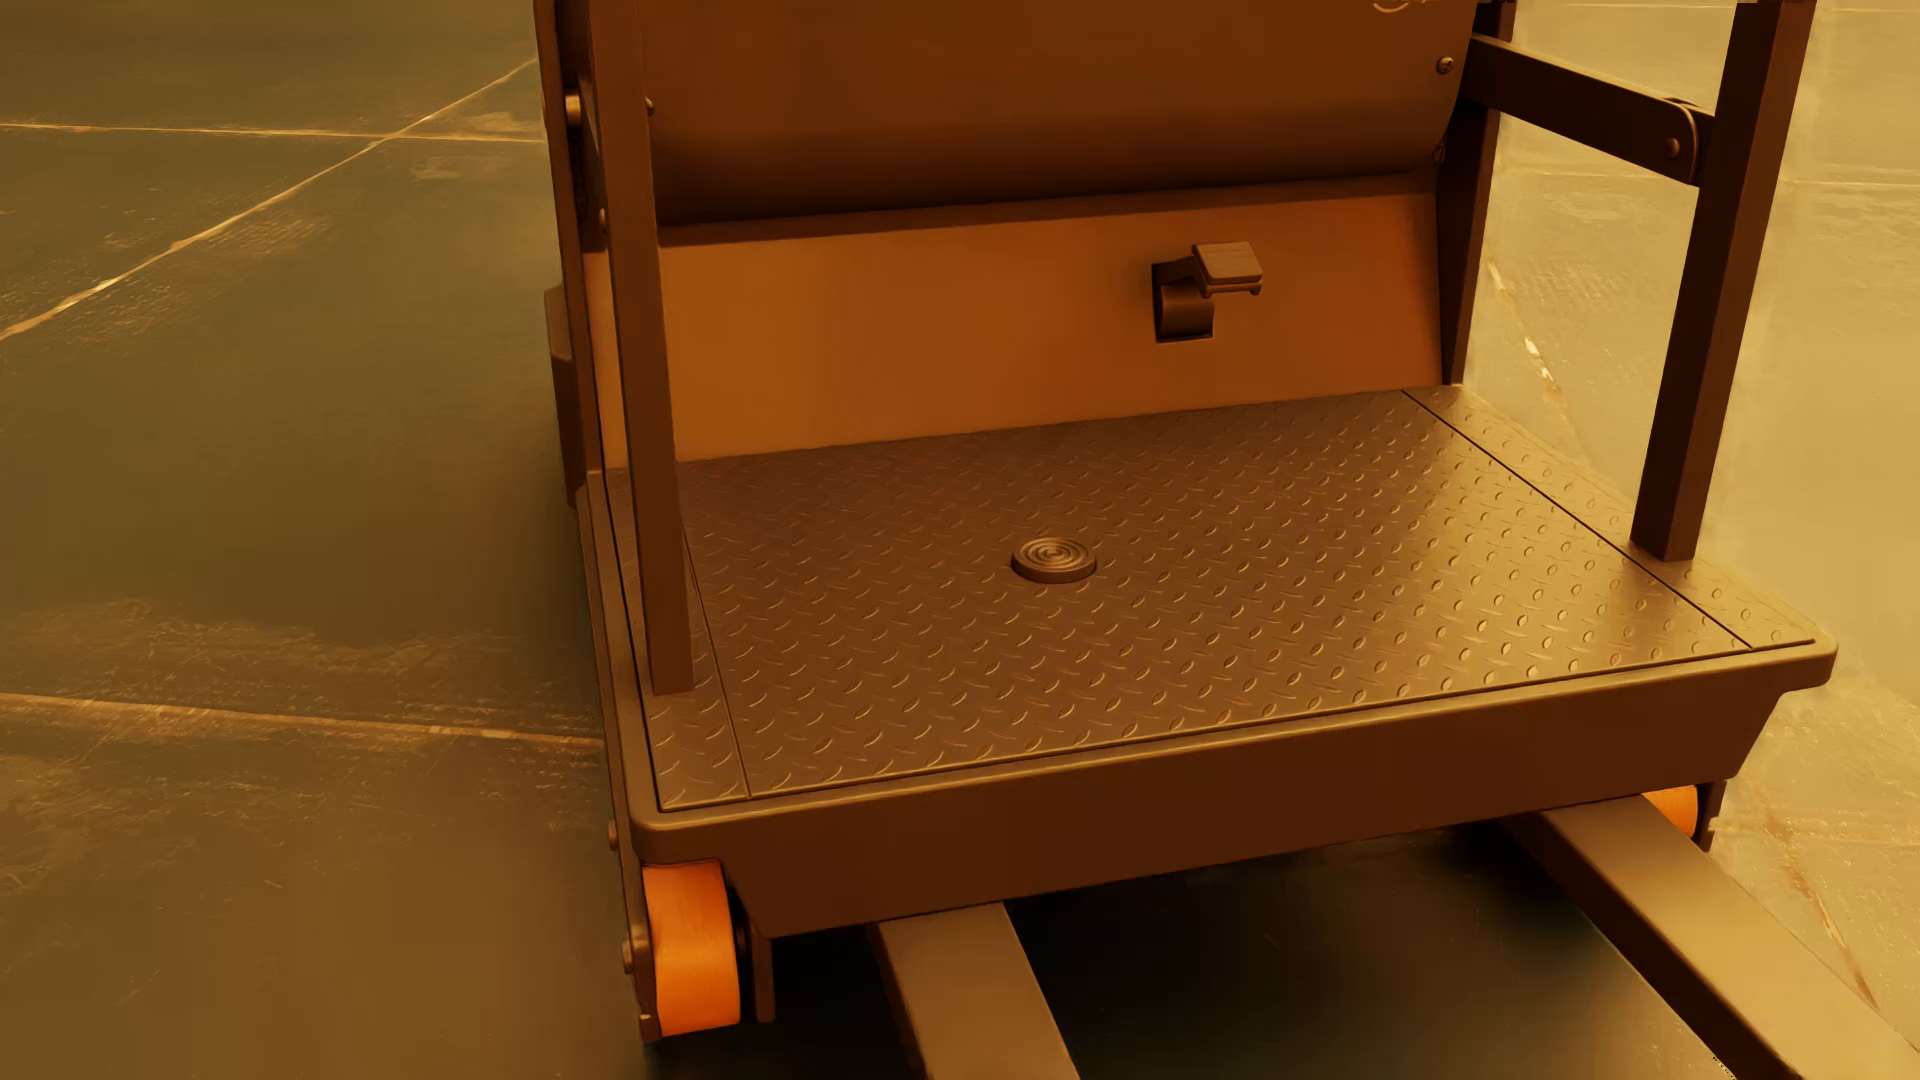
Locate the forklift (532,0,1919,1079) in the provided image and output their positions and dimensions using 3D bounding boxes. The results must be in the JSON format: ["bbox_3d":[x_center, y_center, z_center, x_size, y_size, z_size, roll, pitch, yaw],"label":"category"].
[{"bbox_3d":[0.153,-1.049,1.319,1.130,2.935,3.031,-7,27,-13],"label":"forklift"}]
